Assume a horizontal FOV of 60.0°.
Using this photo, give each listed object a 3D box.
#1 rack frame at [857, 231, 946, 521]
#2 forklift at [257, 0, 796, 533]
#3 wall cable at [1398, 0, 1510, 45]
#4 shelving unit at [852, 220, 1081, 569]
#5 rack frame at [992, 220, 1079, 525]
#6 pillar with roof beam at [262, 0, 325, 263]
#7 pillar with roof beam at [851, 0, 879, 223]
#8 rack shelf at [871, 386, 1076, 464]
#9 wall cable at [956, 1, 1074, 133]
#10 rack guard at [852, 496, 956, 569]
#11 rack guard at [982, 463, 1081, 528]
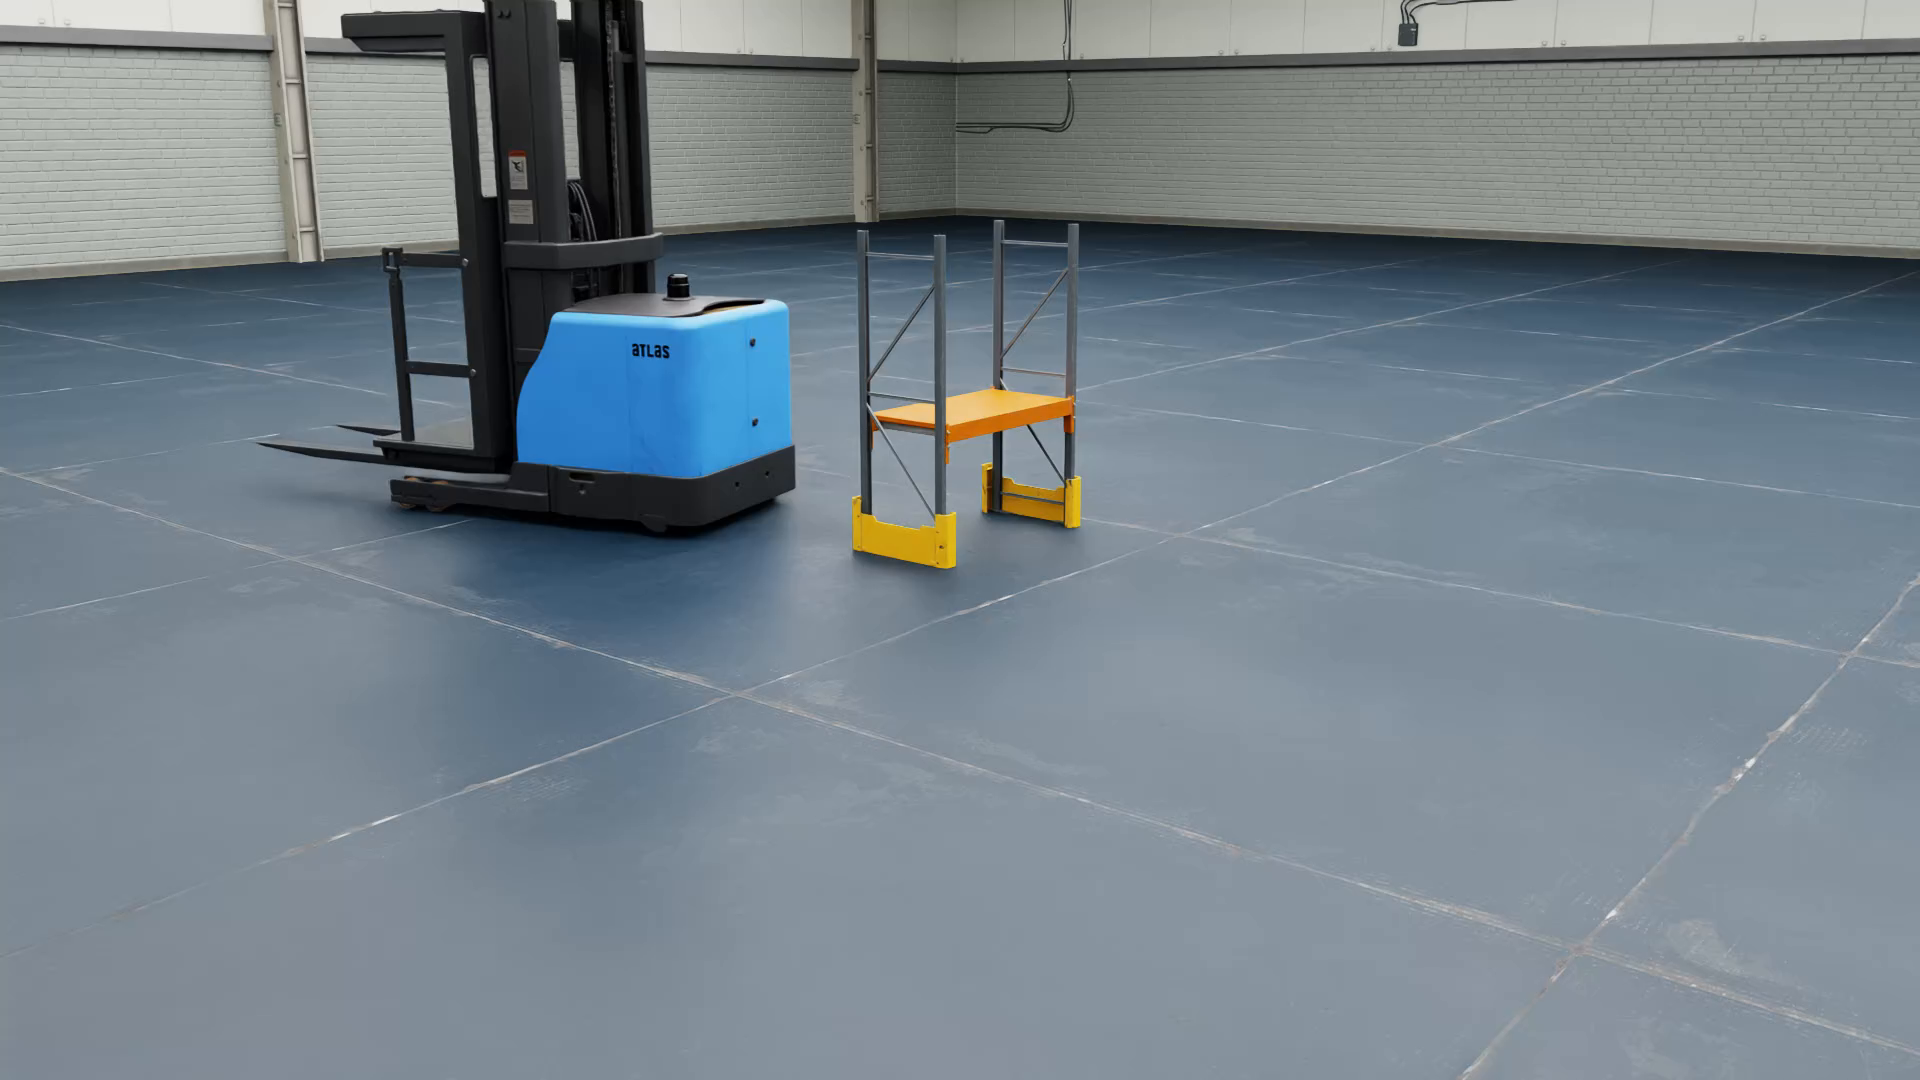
[{"bbox_3d":[-0.266,-0.646,7.619,0.500,1.500,0.032,11,18,38],"label":"rack frame"},{"bbox_3d":[-2.444,-1.676,8.768,3.031,2.935,1.130,6,16,23],"label":"forklift"},{"bbox_3d":[8.406,-11.200,27.028,2.305,6.003,0.169,11,18,38],"label":"wall cable"},{"bbox_3d":[0.048,-0.742,7.996,0.587,1.500,1.083,11,18,38],"label":"shelving unit"},{"bbox_3d":[0.373,-0.841,8.386,0.500,1.500,0.032,11,18,38],"label":"rack frame"},{"bbox_3d":[-6.042,-7.700,20.158,9.100,9.000,0.400,11,18,38],"label":"pillar with roof beam"},{"bbox_3d":[1.500,-9.998,29.204,9.100,9.000,0.400,11,18,38],"label":"pillar with roof beam"},{"bbox_3d":[0.054,-0.569,8.047,0.538,0.185,1.000,11,18,38],"label":"rack shelf"},{"bbox_3d":[1.032,-9.519,33.624,3.097,2.526,0.112,11,18,38],"label":"wall cable"},{"bbox_3d":[-0.265,-0.040,7.774,0.587,0.250,0.087,11,18,38],"label":"rack guard"},{"bbox_3d":[0.361,-0.231,8.525,0.587,0.250,0.087,11,18,38],"label":"rack guard"}]
